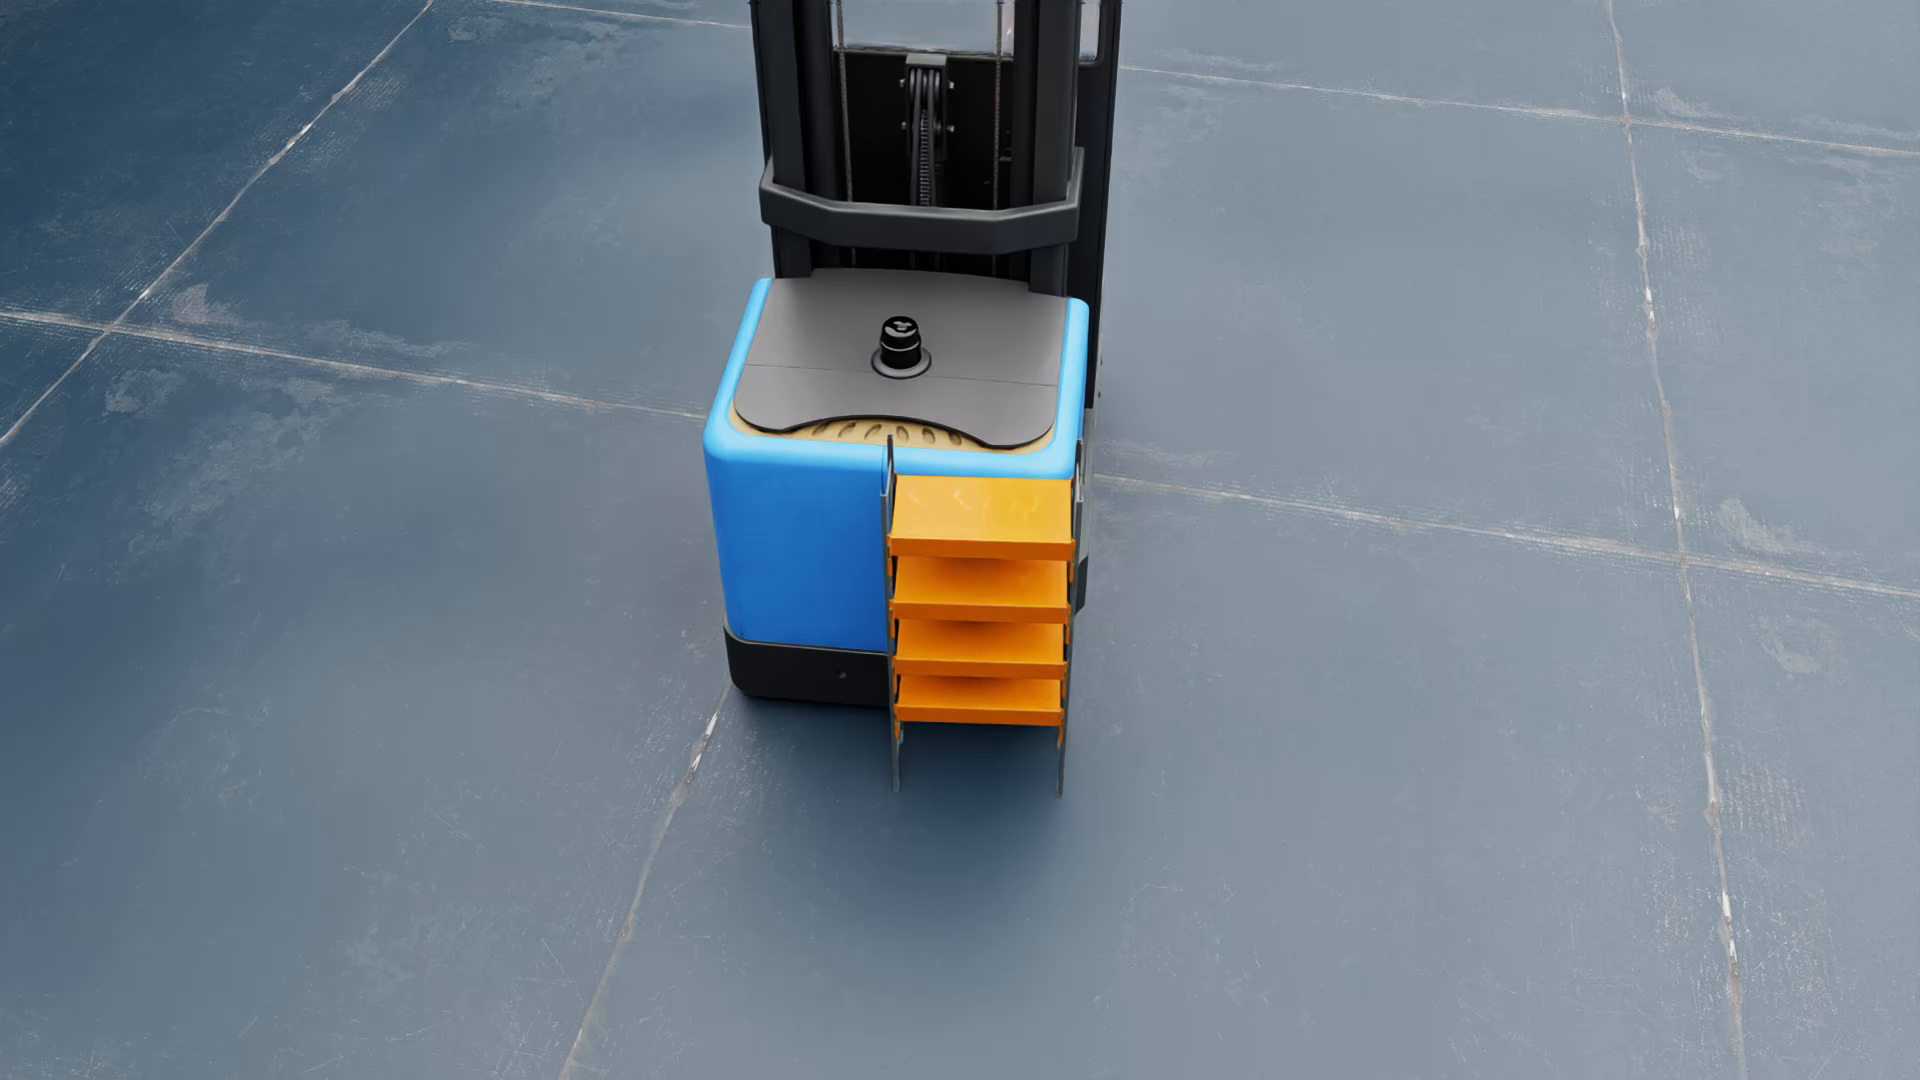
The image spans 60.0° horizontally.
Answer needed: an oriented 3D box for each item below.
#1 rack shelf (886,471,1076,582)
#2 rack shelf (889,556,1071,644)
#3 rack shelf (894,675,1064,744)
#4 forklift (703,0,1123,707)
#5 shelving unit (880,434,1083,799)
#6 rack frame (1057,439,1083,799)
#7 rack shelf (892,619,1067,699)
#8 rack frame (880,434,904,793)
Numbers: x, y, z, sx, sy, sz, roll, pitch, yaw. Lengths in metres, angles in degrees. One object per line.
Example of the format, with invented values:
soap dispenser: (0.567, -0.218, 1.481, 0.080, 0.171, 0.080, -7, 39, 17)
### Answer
rack shelf: (0.058, -0.036, 4.355, 0.480, 0.148, 0.258, 2, 44, 2)
rack shelf: (0.058, 0.135, 4.519, 0.480, 0.148, 0.258, 2, 44, 2)
rack shelf: (0.058, 0.439, 4.812, 0.480, 0.148, 0.258, 2, 44, 2)
forklift: (-0.043, -1.532, 5.229, 1.130, 2.935, 3.031, 4, 44, 5)
shelving unit: (0.058, 0.247, 4.628, 0.503, 1.200, 0.258, 2, 44, 2)
rack frame: (0.302, 0.255, 4.620, 0.015, 1.200, 0.240, 2, 44, 2)
rack shelf: (0.058, 0.296, 4.674, 0.480, 0.148, 0.258, 2, 44, 2)
rack frame: (-0.186, 0.240, 4.635, 0.015, 1.200, 0.240, 2, 44, 2)
